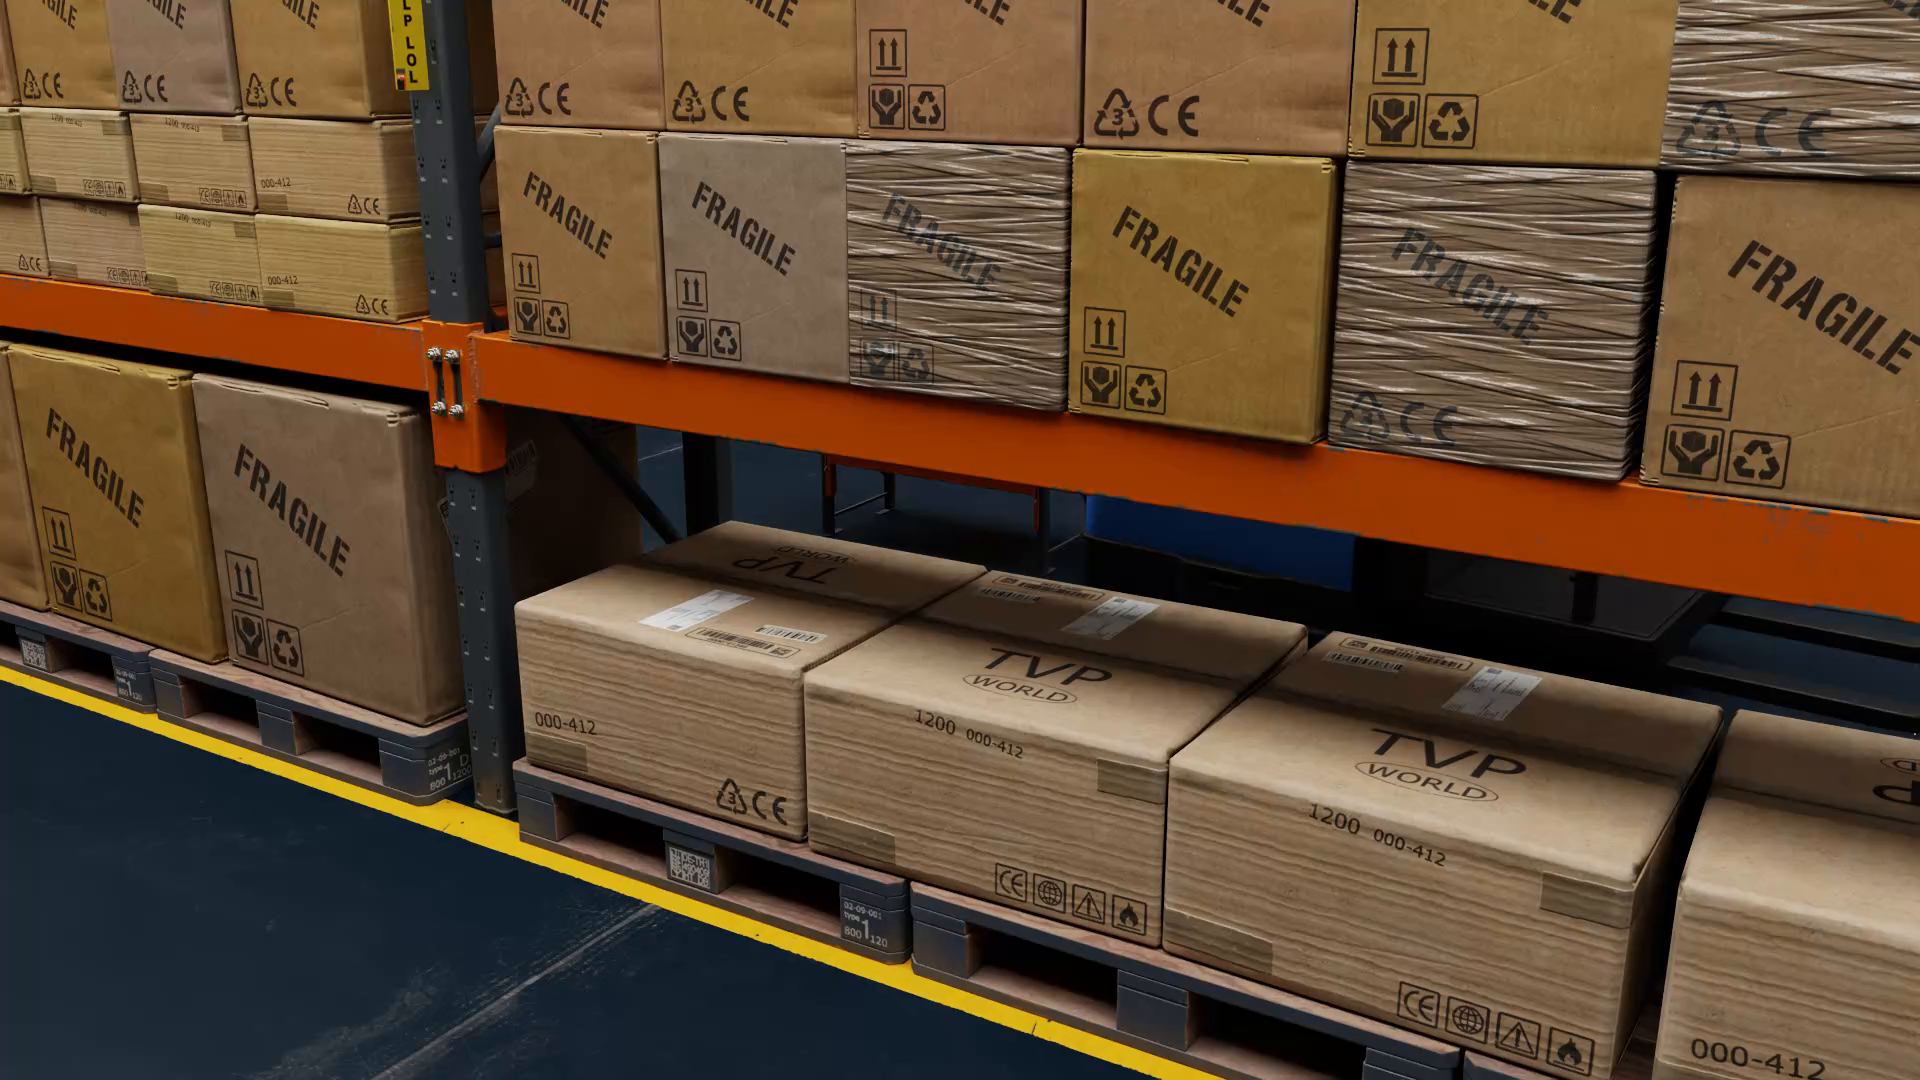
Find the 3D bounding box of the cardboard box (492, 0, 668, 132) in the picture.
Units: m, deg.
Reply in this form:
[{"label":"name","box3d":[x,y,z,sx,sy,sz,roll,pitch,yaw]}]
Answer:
[{"label":"cardboard box","box3d":[-0.719,-1.219,3.842,0.500,0.500,0.500,10,20,30]}]

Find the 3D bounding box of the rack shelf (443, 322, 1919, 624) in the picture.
[{"label":"rack shelf","box3d":[0.706,-0.177,3.541,4.000,0.370,1.077,10,20,30]}]

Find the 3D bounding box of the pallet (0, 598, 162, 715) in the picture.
[{"label":"pallet","box3d":[-2.739,0.225,5.778,1.213,0.211,1.003,10,20,30]}]

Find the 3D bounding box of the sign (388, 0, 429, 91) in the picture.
[{"label":"sign","box3d":[-1.274,-1.206,3.834,0.005,0.325,0.100,10,20,30]}]

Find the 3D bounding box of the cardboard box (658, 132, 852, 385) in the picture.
[{"label":"cardboard box","box3d":[-0.309,-0.660,3.720,0.500,0.500,0.500,10,20,30]}]

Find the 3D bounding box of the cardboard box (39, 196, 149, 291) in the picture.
[{"label":"cardboard box","box3d":[-2.366,-0.919,5.003,0.500,0.250,0.500,10,19,29]}]

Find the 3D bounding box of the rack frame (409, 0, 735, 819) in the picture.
[{"label":"rack frame","box3d":[-0.998,-0.826,4.438,0.127,3.000,1.000,10,20,30]}]

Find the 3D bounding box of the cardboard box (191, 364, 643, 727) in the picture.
[{"label":"cardboard box","box3d":[-1.568,-0.084,4.931,0.875,0.875,0.875,11,20,32]}]

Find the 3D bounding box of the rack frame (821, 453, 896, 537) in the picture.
[{"label":"rack frame","box3d":[-0.427,-0.615,6.969,0.032,1.125,0.500,10,20,30]}]

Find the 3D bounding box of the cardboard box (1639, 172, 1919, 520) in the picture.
[{"label":"cardboard box","box3d":[1.441,-0.353,2.710,0.500,0.500,0.500,10,19,29]}]

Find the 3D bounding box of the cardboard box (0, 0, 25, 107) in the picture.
[{"label":"cardboard box","box3d":[-2.826,-1.591,5.067,0.500,0.500,0.500,10,20,31]}]

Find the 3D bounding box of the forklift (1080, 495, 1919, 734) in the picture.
[{"label":"forklift","box3d":[1.910,-0.982,5.070,3.031,2.935,1.130,13,21,36]}]

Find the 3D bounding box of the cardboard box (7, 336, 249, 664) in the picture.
[{"label":"cardboard box","box3d":[-2.342,-0.220,5.377,0.875,0.875,0.875,11,20,32]}]

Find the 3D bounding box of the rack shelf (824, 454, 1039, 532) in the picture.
[{"label":"rack shelf","box3d":[0.006,-0.303,6.785,1.000,0.278,0.538,10,20,30]}]

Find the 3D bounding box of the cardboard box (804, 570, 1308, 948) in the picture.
[{"label":"cardboard box","box3d":[0.244,0.458,3.900,0.875,0.438,0.875,9,19,28]}]

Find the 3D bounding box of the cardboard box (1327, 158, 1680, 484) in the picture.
[{"label":"cardboard box","box3d":[0.998,-0.429,2.959,0.500,0.500,0.500,11,20,32]}]

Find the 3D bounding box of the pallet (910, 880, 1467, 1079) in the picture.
[{"label":"pallet","box3d":[0.653,0.829,3.789,1.213,0.211,1.003,10,20,30]}]

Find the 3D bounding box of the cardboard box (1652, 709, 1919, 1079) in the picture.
[{"label":"cardboard box","box3d":[1.796,0.732,2.995,0.875,0.438,0.875,9,19,28]}]

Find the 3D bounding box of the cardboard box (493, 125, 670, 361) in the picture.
[{"label":"cardboard box","box3d":[-0.735,-0.737,3.975,0.500,0.500,0.500,11,20,32]}]

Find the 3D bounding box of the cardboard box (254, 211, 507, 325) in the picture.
[{"label":"cardboard box","box3d":[-1.512,-0.760,4.479,0.500,0.250,0.500,10,19,29]}]

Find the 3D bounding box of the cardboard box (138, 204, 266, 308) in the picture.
[{"label":"cardboard box","box3d":[-1.946,-0.837,4.735,0.500,0.250,0.500,10,19,29]}]

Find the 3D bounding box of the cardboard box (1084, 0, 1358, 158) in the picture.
[{"label":"cardboard box","box3d":[0.567,-0.983,3.064,0.500,0.500,0.500,10,20,30]}]

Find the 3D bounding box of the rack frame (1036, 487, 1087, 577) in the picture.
[{"label":"rack frame","box3d":[0.439,-0.460,6.460,0.032,1.125,0.500,10,20,30]}]

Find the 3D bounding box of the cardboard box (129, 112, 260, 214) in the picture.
[{"label":"cardboard box","box3d":[-1.931,-1.074,4.654,0.500,0.250,0.500,11,20,31]}]

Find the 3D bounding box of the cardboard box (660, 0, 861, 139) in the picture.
[{"label":"cardboard box","box3d":[-0.292,-1.141,3.584,0.500,0.500,0.500,10,19,29]}]

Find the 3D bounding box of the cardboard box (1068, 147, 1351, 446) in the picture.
[{"label":"cardboard box","box3d":[0.551,-0.504,3.207,0.500,0.500,0.500,11,20,32]}]

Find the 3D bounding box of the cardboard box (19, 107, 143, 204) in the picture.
[{"label":"cardboard box","box3d":[-2.375,-1.151,4.908,0.500,0.250,0.500,11,20,31]}]

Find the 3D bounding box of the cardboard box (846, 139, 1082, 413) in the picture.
[{"label":"cardboard box","box3d":[0.112,-0.582,3.465,0.500,0.500,0.500,10,20,30]}]

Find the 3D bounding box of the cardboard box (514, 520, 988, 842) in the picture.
[{"label":"cardboard box","box3d":[-0.519,0.322,4.347,0.875,0.438,0.875,10,19,29]}]

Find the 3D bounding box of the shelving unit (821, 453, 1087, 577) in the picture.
[{"label":"shelving unit","box3d":[0.006,-0.537,6.714,1.048,1.125,0.538,10,20,30]}]

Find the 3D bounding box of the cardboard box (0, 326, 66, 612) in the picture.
[{"label":"cardboard box","box3d":[-3.104,-0.356,5.825,0.875,0.875,0.875,10,20,31]}]

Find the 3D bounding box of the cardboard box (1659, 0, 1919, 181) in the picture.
[{"label":"cardboard box","box3d":[1.414,-0.830,2.560,0.500,0.500,0.500,10,20,30]}]

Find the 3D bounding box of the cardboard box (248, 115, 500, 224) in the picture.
[{"label":"cardboard box","box3d":[-1.501,-1.000,4.410,0.500,0.250,0.500,10,20,30]}]

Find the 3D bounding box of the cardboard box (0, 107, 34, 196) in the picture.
[{"label":"cardboard box","box3d":[-2.821,-1.225,5.151,0.500,0.250,0.500,11,20,31]}]

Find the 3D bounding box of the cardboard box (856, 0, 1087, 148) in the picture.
[{"label":"cardboard box","box3d":[0.139,-1.060,3.318,0.500,0.500,0.500,11,20,31]}]

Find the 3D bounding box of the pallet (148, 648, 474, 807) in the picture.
[{"label":"pallet","box3d":[-1.695,0.410,5.168,1.213,0.211,1.003,10,20,30]}]

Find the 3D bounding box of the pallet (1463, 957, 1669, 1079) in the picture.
[{"label":"pallet","box3d":[1.688,1.015,3.177,1.213,0.211,1.003,10,20,30]}]

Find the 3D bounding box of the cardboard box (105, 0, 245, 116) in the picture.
[{"label":"cardboard box","box3d":[-1.955,-1.434,4.550,0.500,0.500,0.500,11,20,31]}]

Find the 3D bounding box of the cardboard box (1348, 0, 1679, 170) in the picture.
[{"label":"cardboard box","box3d":[0.995,-0.906,2.810,0.500,0.500,0.500,10,20,30]}]

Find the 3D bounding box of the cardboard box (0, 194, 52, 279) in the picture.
[{"label":"cardboard box","box3d":[-2.808,-0.996,5.258,0.500,0.250,0.500,10,20,30]}]

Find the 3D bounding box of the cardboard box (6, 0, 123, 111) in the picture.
[{"label":"cardboard box","box3d":[-2.377,-1.516,4.820,0.500,0.500,0.500,11,20,32]}]

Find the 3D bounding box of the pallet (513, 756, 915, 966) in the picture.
[{"label":"pallet","box3d":[-0.391,0.644,4.399,1.213,0.211,1.003,10,20,30]}]

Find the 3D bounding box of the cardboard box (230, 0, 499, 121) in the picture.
[{"label":"cardboard box","box3d":[-1.510,-1.358,4.297,0.500,0.500,0.500,11,20,32]}]

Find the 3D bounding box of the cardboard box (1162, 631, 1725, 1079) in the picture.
[{"label":"cardboard box","box3d":[1.011,0.595,3.447,0.875,0.438,0.875,11,20,32]}]

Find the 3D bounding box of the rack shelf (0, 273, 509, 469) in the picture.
[{"label":"rack shelf","box3d":[-2.702,-0.786,5.544,4.000,0.370,1.077,10,20,30]}]
